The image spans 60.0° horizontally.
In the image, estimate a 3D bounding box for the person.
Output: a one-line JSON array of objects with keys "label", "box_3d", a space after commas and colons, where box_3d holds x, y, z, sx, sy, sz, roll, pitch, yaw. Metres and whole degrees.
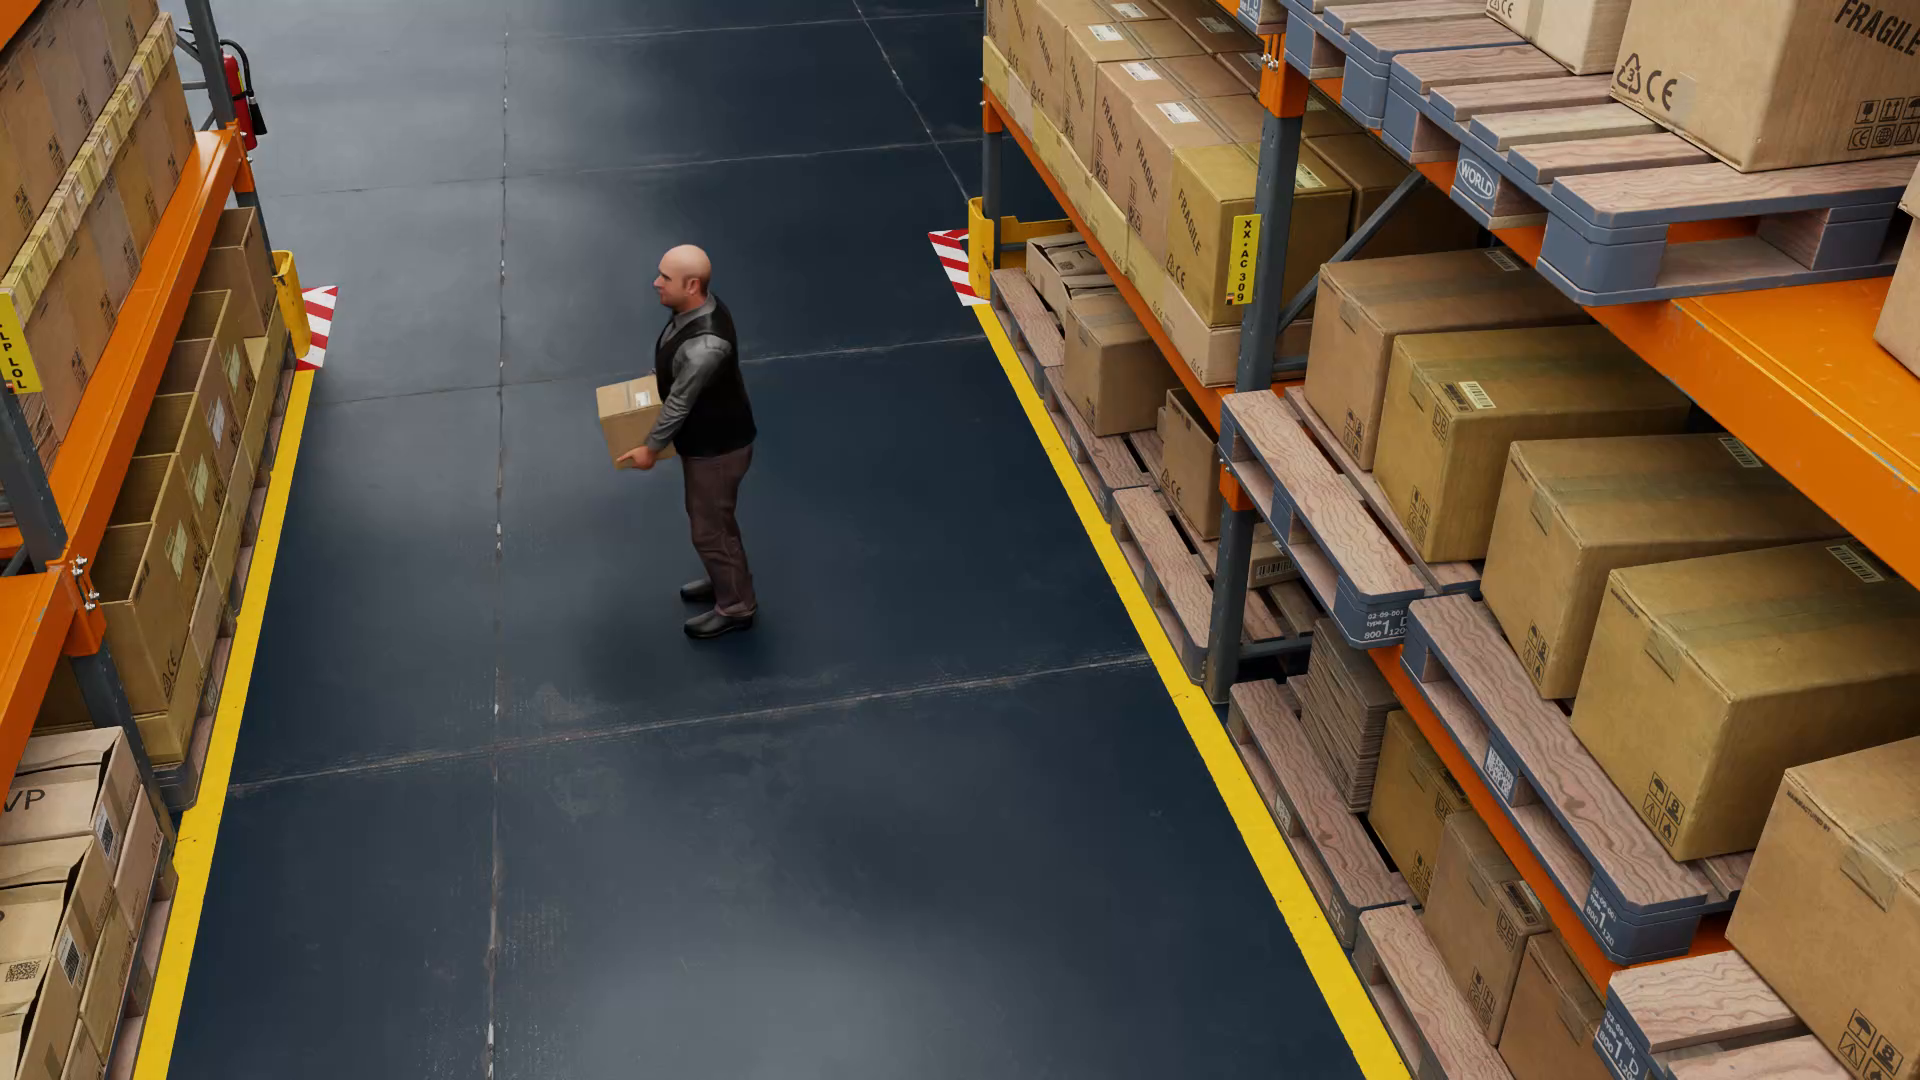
[{"label": "person", "box_3d": [-1.101, -0.382, 6.737, 0.560, 1.711, 0.494, -7, 35, -10]}]
